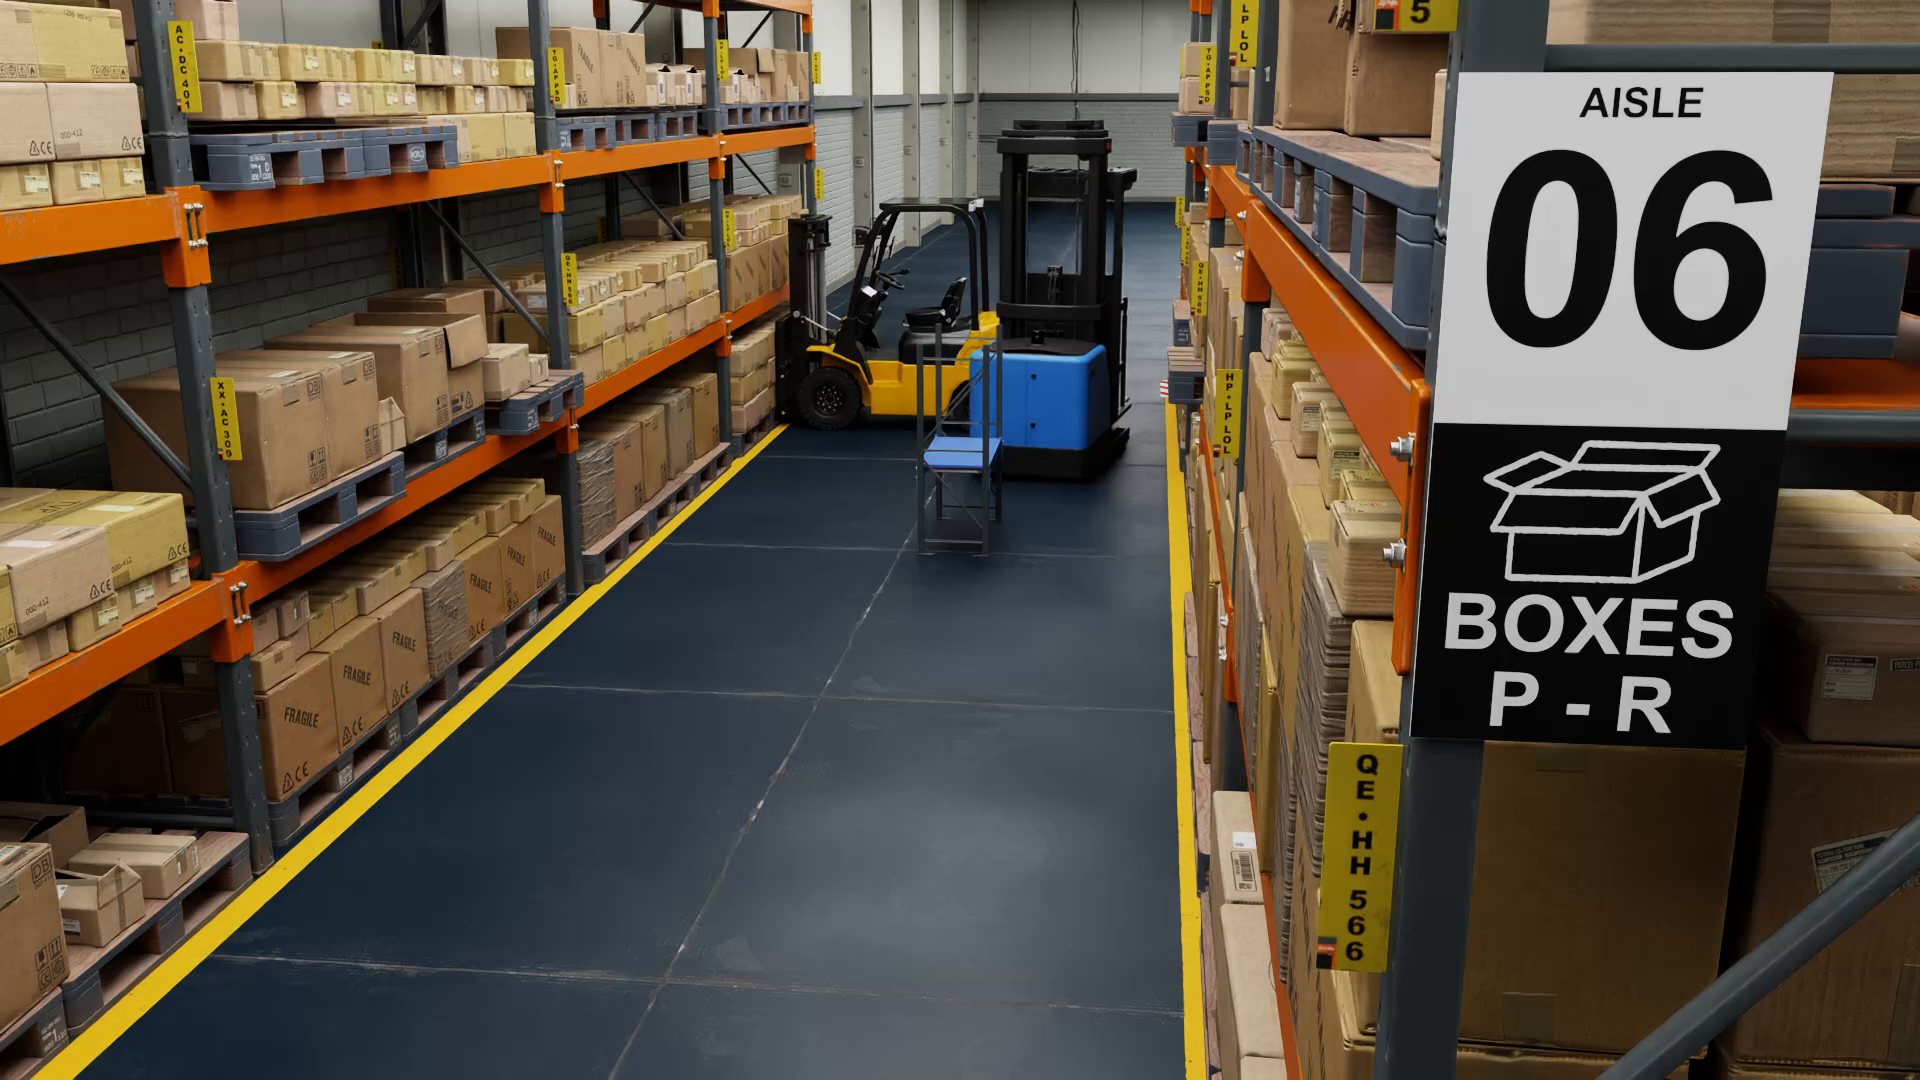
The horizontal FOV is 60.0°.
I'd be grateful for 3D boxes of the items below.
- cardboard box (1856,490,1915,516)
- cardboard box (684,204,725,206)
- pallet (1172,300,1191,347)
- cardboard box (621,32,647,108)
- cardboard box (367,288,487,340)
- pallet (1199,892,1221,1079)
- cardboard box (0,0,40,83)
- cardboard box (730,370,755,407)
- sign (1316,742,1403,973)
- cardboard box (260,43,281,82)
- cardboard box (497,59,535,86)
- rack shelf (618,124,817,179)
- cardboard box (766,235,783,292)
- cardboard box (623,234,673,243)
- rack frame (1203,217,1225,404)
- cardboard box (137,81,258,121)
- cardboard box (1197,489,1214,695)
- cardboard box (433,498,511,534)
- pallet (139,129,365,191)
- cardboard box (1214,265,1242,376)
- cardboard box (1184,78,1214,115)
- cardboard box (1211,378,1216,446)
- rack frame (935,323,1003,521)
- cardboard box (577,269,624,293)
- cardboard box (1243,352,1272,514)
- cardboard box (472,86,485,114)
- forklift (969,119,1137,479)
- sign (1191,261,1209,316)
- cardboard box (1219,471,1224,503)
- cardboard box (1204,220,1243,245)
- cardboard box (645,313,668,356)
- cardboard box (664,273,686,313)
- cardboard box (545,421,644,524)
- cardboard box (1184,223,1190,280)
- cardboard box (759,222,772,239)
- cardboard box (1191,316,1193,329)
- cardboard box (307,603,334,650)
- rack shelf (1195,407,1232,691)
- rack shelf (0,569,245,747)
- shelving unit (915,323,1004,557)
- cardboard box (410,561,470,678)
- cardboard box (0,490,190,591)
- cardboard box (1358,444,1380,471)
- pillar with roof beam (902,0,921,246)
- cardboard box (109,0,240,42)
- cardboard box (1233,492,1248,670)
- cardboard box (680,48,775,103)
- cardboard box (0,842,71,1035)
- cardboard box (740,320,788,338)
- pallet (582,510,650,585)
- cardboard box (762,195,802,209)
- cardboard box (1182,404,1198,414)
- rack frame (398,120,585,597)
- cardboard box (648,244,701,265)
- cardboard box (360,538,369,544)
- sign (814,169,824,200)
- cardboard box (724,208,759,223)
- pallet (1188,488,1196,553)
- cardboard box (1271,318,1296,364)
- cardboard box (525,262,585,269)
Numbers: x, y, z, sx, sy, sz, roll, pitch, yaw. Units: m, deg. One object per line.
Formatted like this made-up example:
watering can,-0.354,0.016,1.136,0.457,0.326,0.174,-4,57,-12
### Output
cardboard box,7.256,-0.582,12.075,1.050,0.750,0.750,2,15,6
cardboard box,-2.515,-3.205,16.266,0.380,0.149,0.250,2,15,7
pallet,2.189,-1.712,13.116,1.003,0.211,1.213,2,15,6
cardboard box,-2.526,-3.299,11.681,0.500,0.500,0.500,2,15,8
cardboard box,-3.178,-1.229,9.964,0.500,0.500,0.500,2,15,9
pallet,1.353,1.617,5.778,1.003,0.211,1.213,2,15,6
cardboard box,-3.282,-1.560,5.198,0.500,0.250,0.500,1,15,5
cardboard box,-2.152,-1.377,15.014,0.500,0.250,0.500,2,15,6
sign,0.528,0.420,2.188,0.100,0.325,0.005,2,15,6
cardboard box,-2.987,-1.926,6.709,0.380,0.149,0.250,2,15,7
cardboard box,-2.709,-2.721,9.684,0.380,0.149,0.250,2,15,8
rack shelf,-2.287,-3.764,15.966,1.077,0.370,4.000,2,15,6
cardboard box,-2.027,-2.697,16.197,0.500,0.500,0.500,2,15,7
cardboard box,-2.732,-2.597,14.584,0.380,0.149,0.250,2,15,6
rack frame,1.968,-0.962,9.971,1.000,3.000,0.127,2,15,6
cardboard box,-2.987,-1.713,6.488,0.380,0.149,0.250,2,15,7
cardboard box,1.703,0.269,8.685,0.875,0.875,0.875,2,15,7
cardboard box,-2.842,-0.142,9.681,0.380,0.149,0.250,1,15,4
pallet,-3.272,-1.594,6.923,1.213,0.211,1.003,2,15,6
cardboard box,1.549,-1.109,8.410,0.500,0.500,0.500,2,15,8
cardboard box,1.864,-3.175,11.893,0.500,0.250,0.500,2,15,6
cardboard box,1.467,-0.612,8.009,0.500,0.250,0.500,2,15,7
rack frame,0.067,-0.878,12.536,0.500,1.500,0.032,2,15,6
cardboard box,-2.588,-1.813,11.686,0.380,0.149,0.250,2,15,7
cardboard box,1.222,-0.339,5.561,0.500,0.500,0.500,2,15,7
cardboard box,-2.869,-2.442,9.222,0.380,0.149,0.250,2,15,8
forklift,0.951,-2.268,14.936,1.130,2.935,3.031,4,16,15
sign,1.428,-1.496,9.881,0.100,0.325,0.005,2,15,6
cardboard box,1.451,-0.238,7.582,0.500,0.250,0.500,1,15,5
cardboard box,1.872,-2.102,11.380,0.380,0.149,0.250,1,15,4
cardboard box,-2.498,-1.541,12.401,0.500,0.250,0.500,2,15,8
cardboard box,-2.429,-1.912,12.817,0.500,0.250,0.500,2,15,7
cardboard box,-2.814,-0.494,11.988,0.875,0.625,0.625,2,15,8
cardboard box,2.381,-2.715,15.694,0.500,0.500,0.500,1,15,5
cardboard box,-2.021,-2.981,16.005,0.380,0.149,0.250,1,15,5
cardboard box,1.868,-1.609,12.043,0.380,0.149,0.250,2,15,8
cardboard box,-3.139,0.395,7.695,0.380,0.149,0.250,1,15,3
rack shelf,1.742,-0.096,8.147,1.077,0.370,4.000,2,15,6
rack shelf,-3.641,0.797,4.847,1.077,0.370,4.000,2,15,6
shelving unit,0.010,-0.746,12.048,0.538,1.500,1.048,2,15,6
cardboard box,-2.962,0.414,8.870,0.500,0.500,0.500,1,15,4
cardboard box,-3.231,-0.001,6.138,0.500,0.250,0.500,2,15,8
cardboard box,1.026,-0.095,3.419,0.380,0.149,0.250,2,15,6
pillar with roof beam,3.273,-10.465,33.625,9.100,9.000,0.400,2,15,6
cardboard box,-3.035,-2.058,6.403,0.396,0.266,0.258,2,15,6
cardboard box,1.204,0.142,5.700,0.500,0.500,0.500,2,15,8
cardboard box,-2.188,-4.395,15.729,0.797,0.503,0.637,2,15,8
cardboard box,-3.452,1.326,5.494,0.700,0.500,0.500,1,15,4
cardboard box,-1.967,-2.016,16.419,0.500,0.250,0.500,1,15,5
pallet,-2.833,0.027,11.658,1.003,0.211,1.213,2,15,6
cardboard box,-1.893,-3.588,17.679,0.380,0.149,0.250,2,15,6
cardboard box,2.220,-1.398,14.611,0.500,0.500,0.500,1,15,5
rack frame,-2.964,-1.107,10.509,1.000,3.000,0.127,2,15,6
cardboard box,-2.342,-2.343,13.646,0.380,0.149,0.250,1,15,5
cardboard box,-3.426,0.047,8.983,0.380,0.149,0.250,2,15,7
sign,-1.524,-3.835,17.927,0.100,0.325,0.005,2,15,6
cardboard box,-2.116,-3.060,15.726,0.380,0.149,0.250,2,15,6
pallet,2.198,-0.134,12.252,1.003,0.211,1.213,2,15,6
cardboard box,1.210,-0.627,5.384,0.380,0.149,0.250,2,15,7
cardboard box,-2.975,-1.957,12.220,0.380,0.149,0.250,2,15,8
